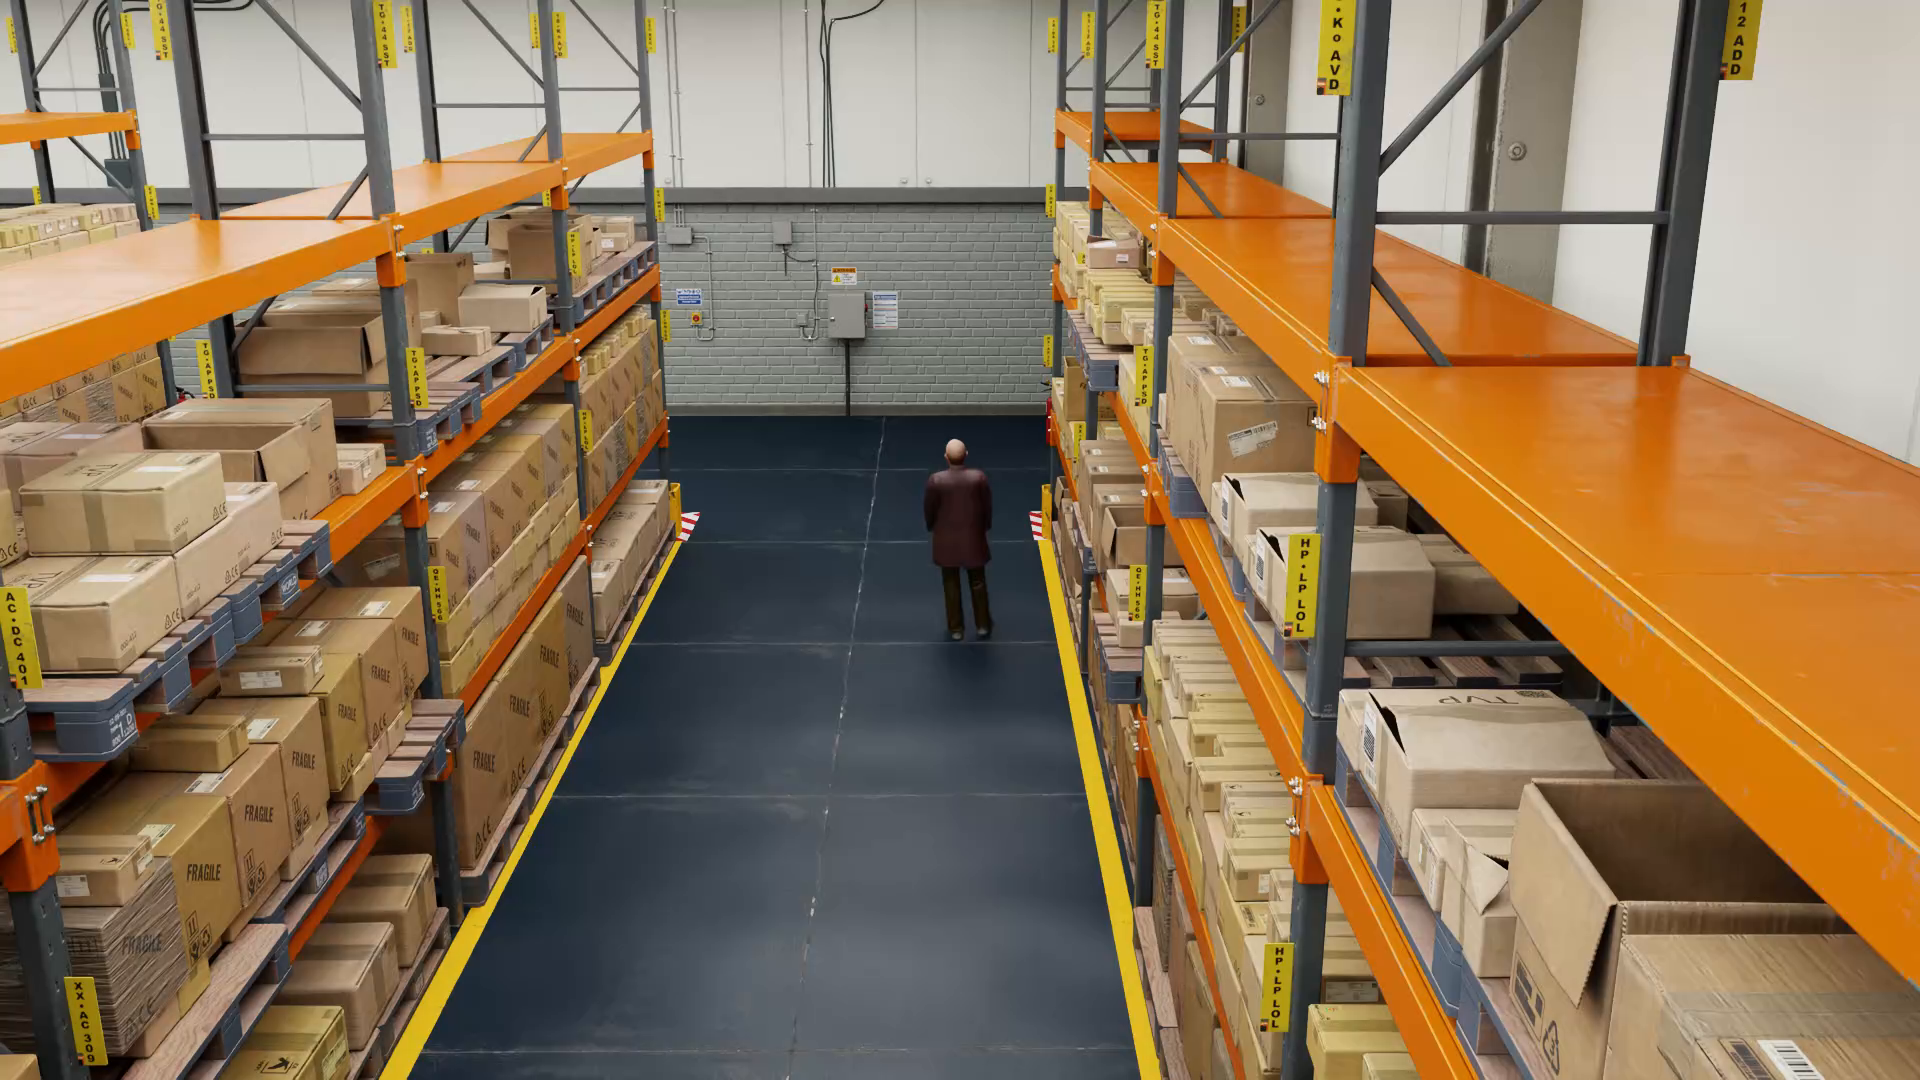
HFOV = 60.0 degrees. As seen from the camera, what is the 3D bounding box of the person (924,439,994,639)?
[{"bbox_3d":[-0.005,-0.037,14.278,0.607,1.776,0.574,0,17,0],"label":"person"}]
